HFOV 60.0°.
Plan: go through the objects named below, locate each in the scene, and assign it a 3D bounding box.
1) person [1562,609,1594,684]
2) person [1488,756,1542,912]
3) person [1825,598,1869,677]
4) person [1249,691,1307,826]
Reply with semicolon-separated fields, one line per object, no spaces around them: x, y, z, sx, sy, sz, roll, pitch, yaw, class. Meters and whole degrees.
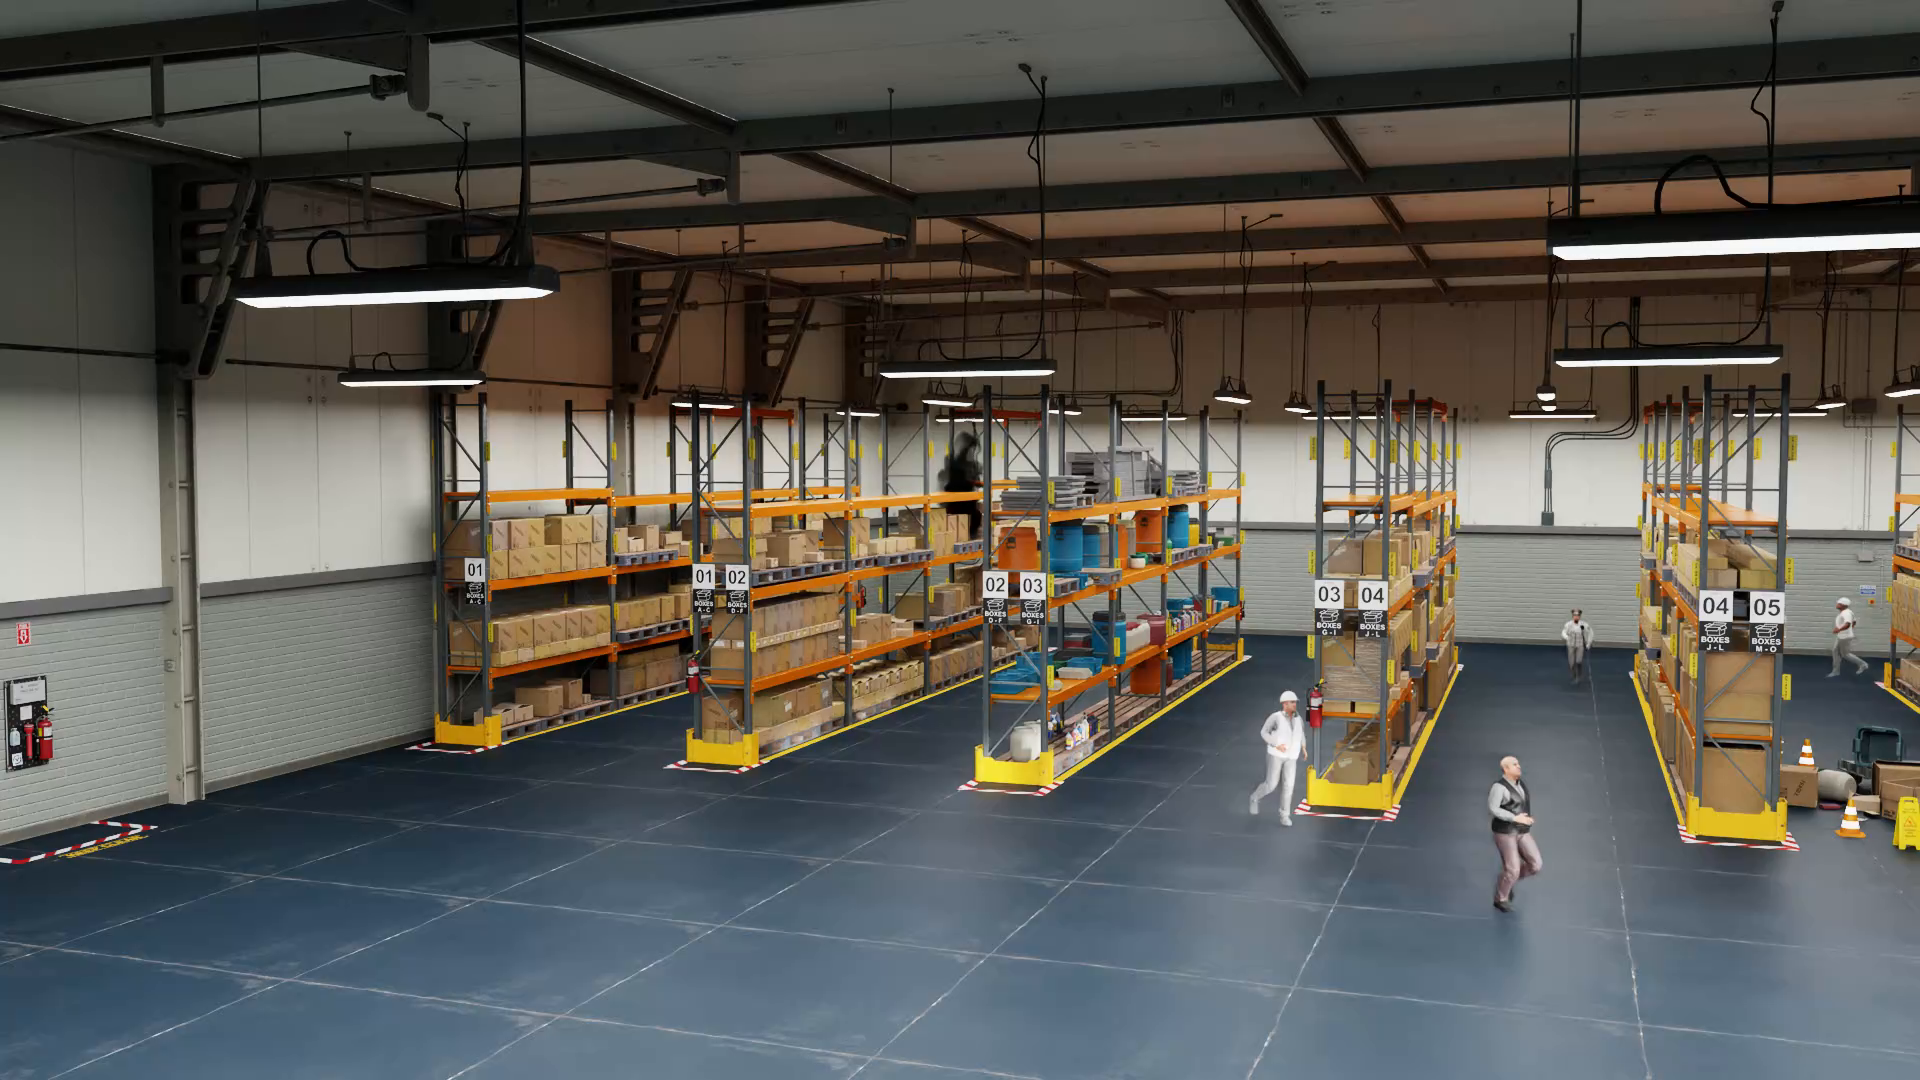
13.223;2.284;35.648;0.634;1.638;0.648;2;4;30;person
6.029;3.192;18.047;0.708;1.692;0.555;-2;4;-37;person
19.557;2.171;36.633;0.860;1.786;0.713;1;3;25;person
4.397;2.917;22.469;0.728;1.745;0.890;-1;3;-19;person
